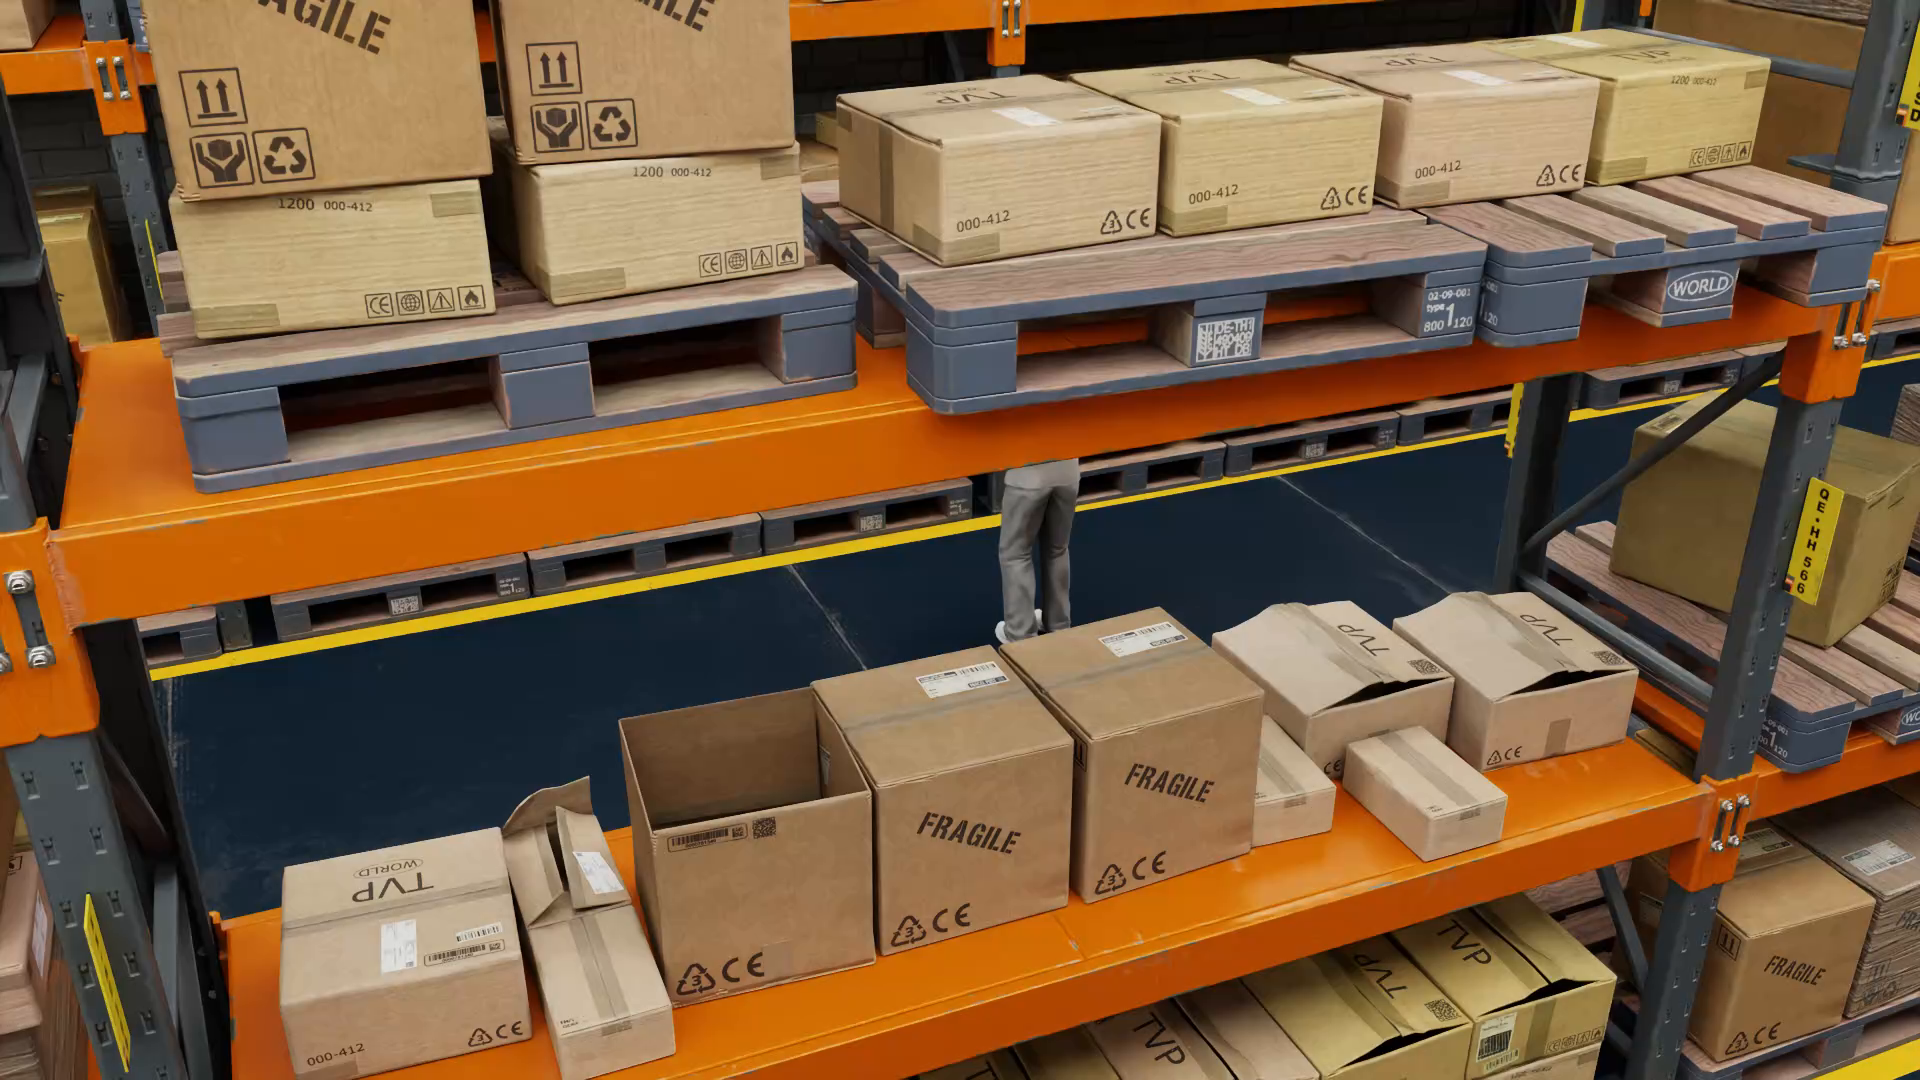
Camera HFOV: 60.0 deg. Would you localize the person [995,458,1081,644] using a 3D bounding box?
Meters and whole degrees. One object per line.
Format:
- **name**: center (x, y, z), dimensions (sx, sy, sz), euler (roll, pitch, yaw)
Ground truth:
- **person**: center (0.349, -0.273, 7.692), dimensions (0.436, 1.661, 0.556), euler (-10, 28, -20)
